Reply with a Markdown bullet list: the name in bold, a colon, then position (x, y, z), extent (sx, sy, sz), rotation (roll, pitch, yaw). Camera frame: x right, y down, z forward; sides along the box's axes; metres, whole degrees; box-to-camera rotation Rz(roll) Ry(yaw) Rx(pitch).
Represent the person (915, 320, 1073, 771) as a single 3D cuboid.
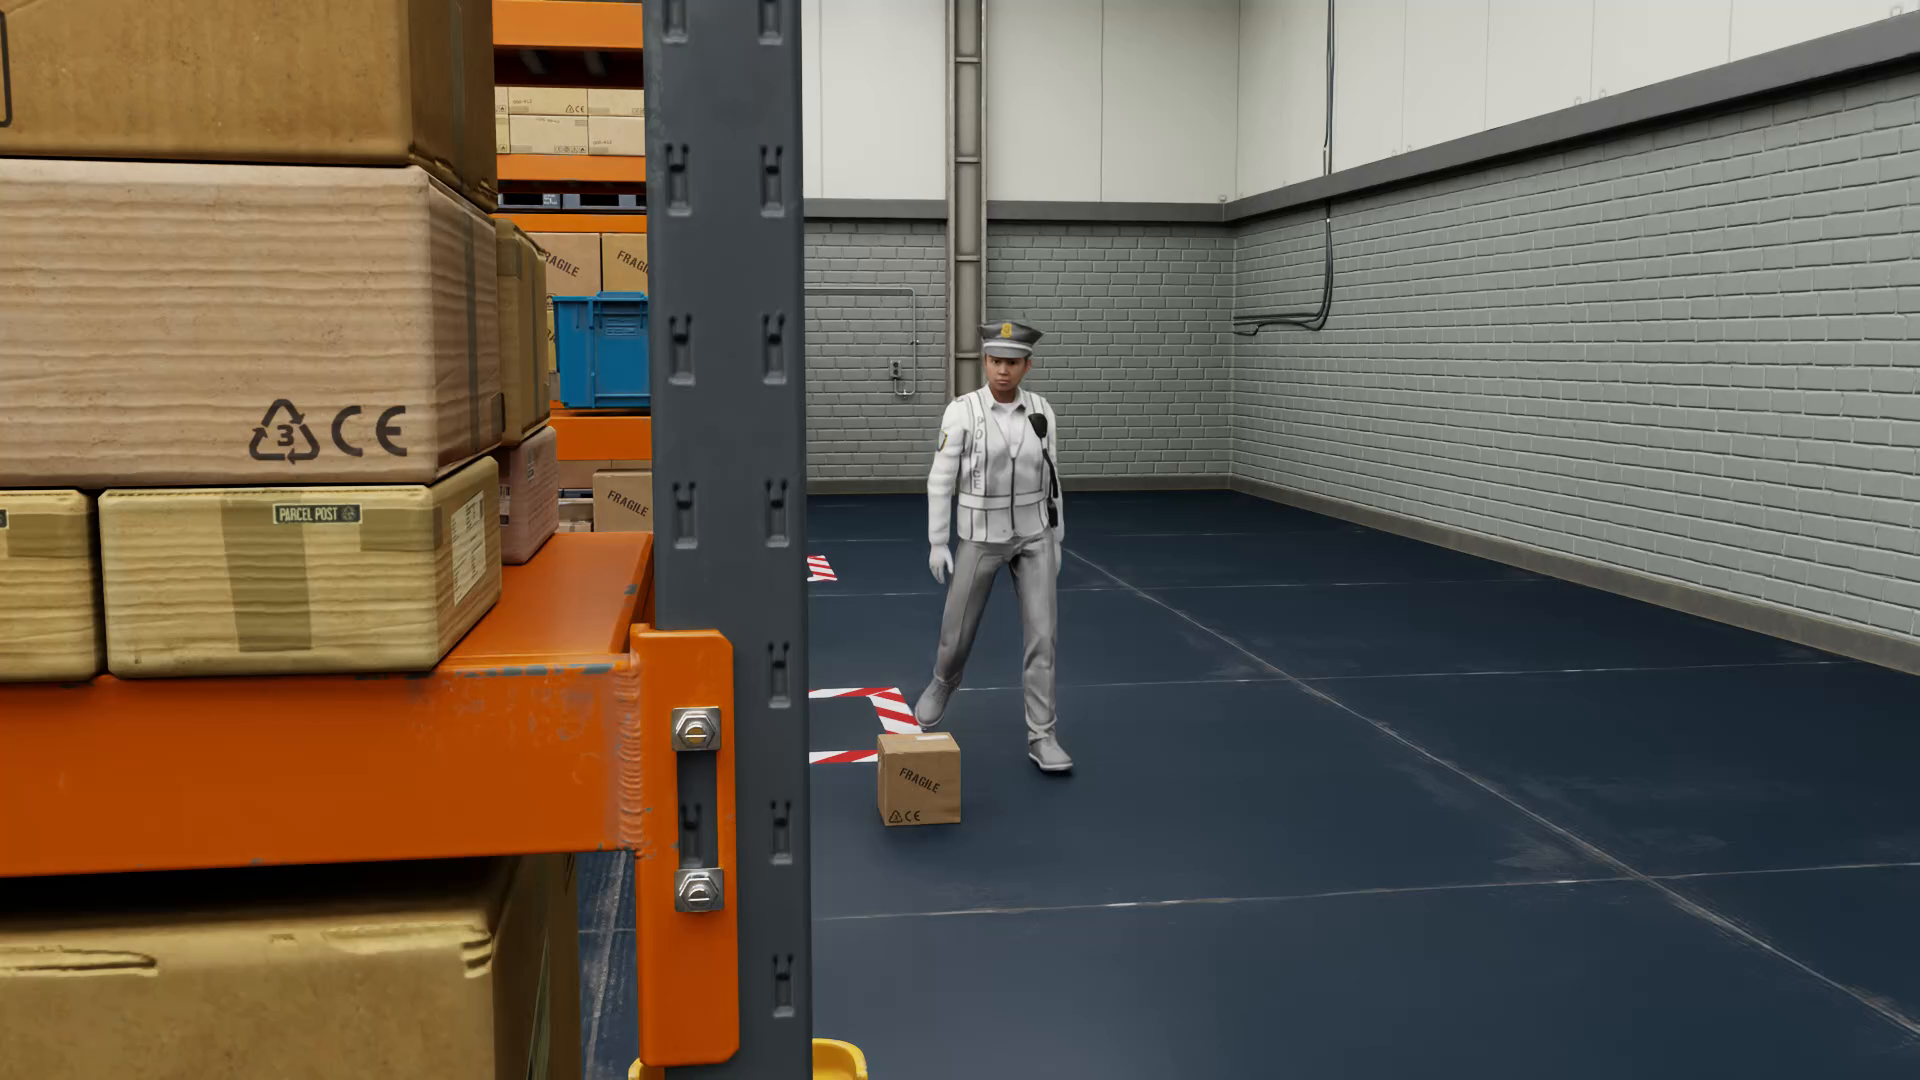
- **person**: position (0.129, -0.001, 6.295), extent (0.538, 1.641, 0.796), rotation (-2, 7, -14)
